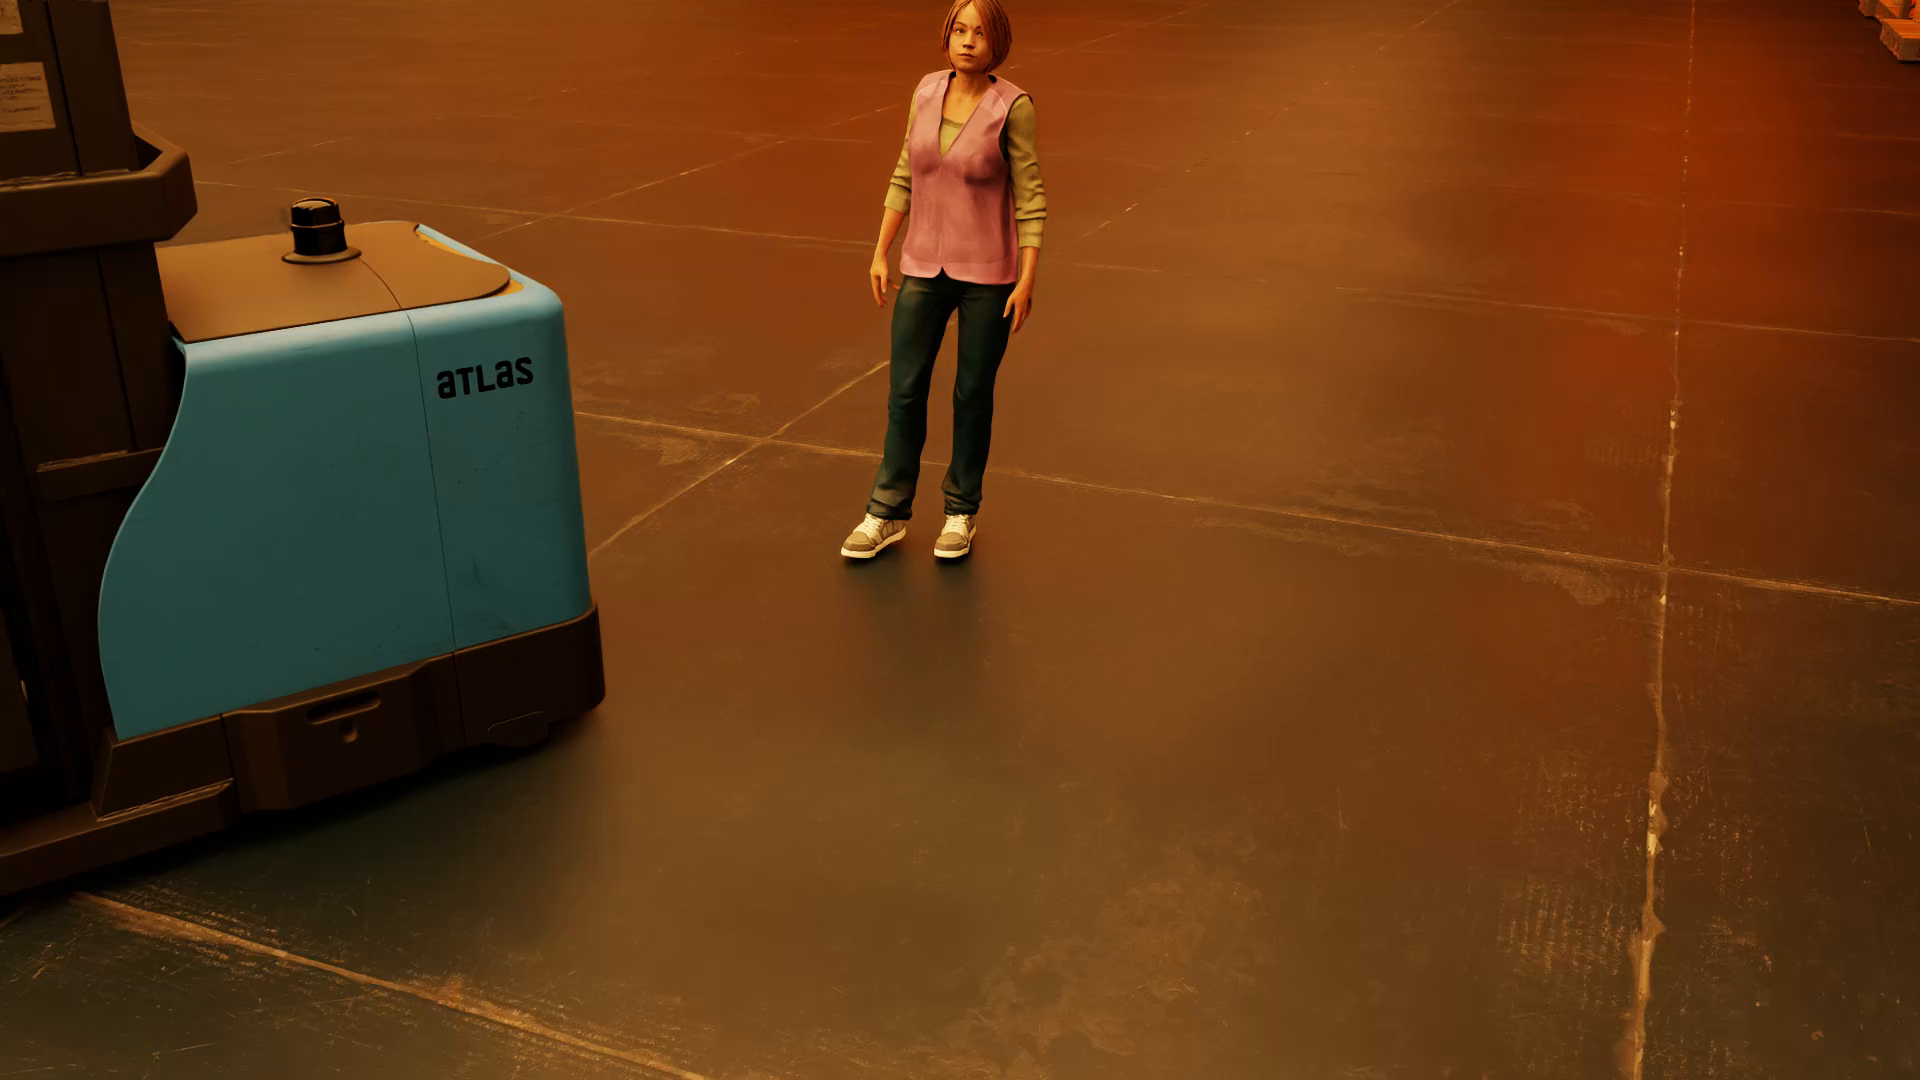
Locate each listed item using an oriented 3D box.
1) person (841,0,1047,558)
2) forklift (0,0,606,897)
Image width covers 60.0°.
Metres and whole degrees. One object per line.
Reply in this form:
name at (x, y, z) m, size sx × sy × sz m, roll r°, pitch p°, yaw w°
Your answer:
person at (-0.041, -0.719, 4.724) m, size 0.520 × 1.596 × 0.475 m, roll 9°, pitch 24°, yaw 21°
forklift at (-2.349, -0.722, 3.019) m, size 3.031 × 2.935 × 1.130 m, roll -15°, pitch 27°, yaw -33°
